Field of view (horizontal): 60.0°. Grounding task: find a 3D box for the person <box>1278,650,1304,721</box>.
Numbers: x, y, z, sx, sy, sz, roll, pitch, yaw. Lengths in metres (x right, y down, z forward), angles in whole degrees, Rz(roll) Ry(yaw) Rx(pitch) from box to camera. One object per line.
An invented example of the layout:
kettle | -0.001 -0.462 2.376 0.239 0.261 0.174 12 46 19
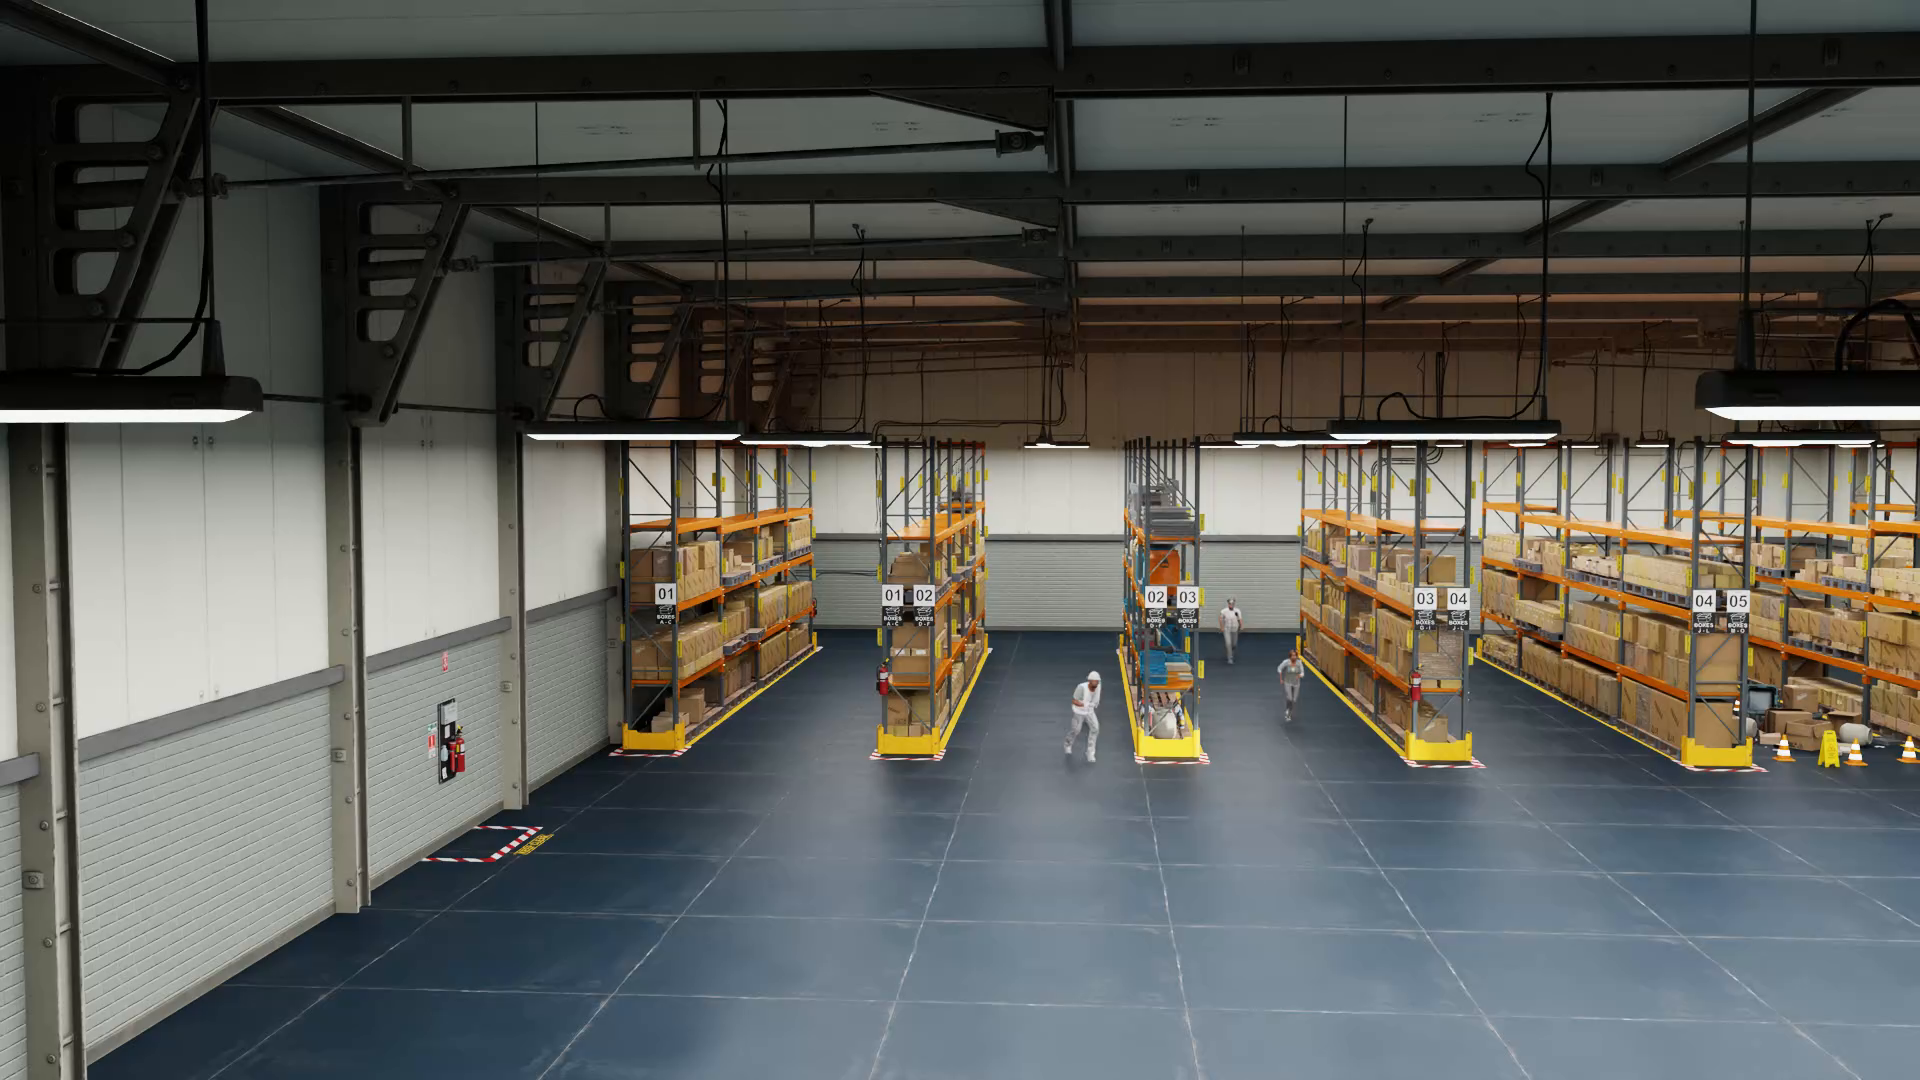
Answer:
person | 6.977 3.064 34.978 0.496 1.526 0.695 0 3 -3

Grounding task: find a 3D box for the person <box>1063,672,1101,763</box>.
person | 2.286 3.261 30.850 0.729 1.724 1.027 -2 4 -32

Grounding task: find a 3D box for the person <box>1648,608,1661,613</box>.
person | 20.270 2.256 48.413 0.697 1.768 0.674 -1 3 -15

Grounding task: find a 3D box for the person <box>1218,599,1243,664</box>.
person | 7.346 2.445 45.181 0.646 1.755 0.845 0 3 1
